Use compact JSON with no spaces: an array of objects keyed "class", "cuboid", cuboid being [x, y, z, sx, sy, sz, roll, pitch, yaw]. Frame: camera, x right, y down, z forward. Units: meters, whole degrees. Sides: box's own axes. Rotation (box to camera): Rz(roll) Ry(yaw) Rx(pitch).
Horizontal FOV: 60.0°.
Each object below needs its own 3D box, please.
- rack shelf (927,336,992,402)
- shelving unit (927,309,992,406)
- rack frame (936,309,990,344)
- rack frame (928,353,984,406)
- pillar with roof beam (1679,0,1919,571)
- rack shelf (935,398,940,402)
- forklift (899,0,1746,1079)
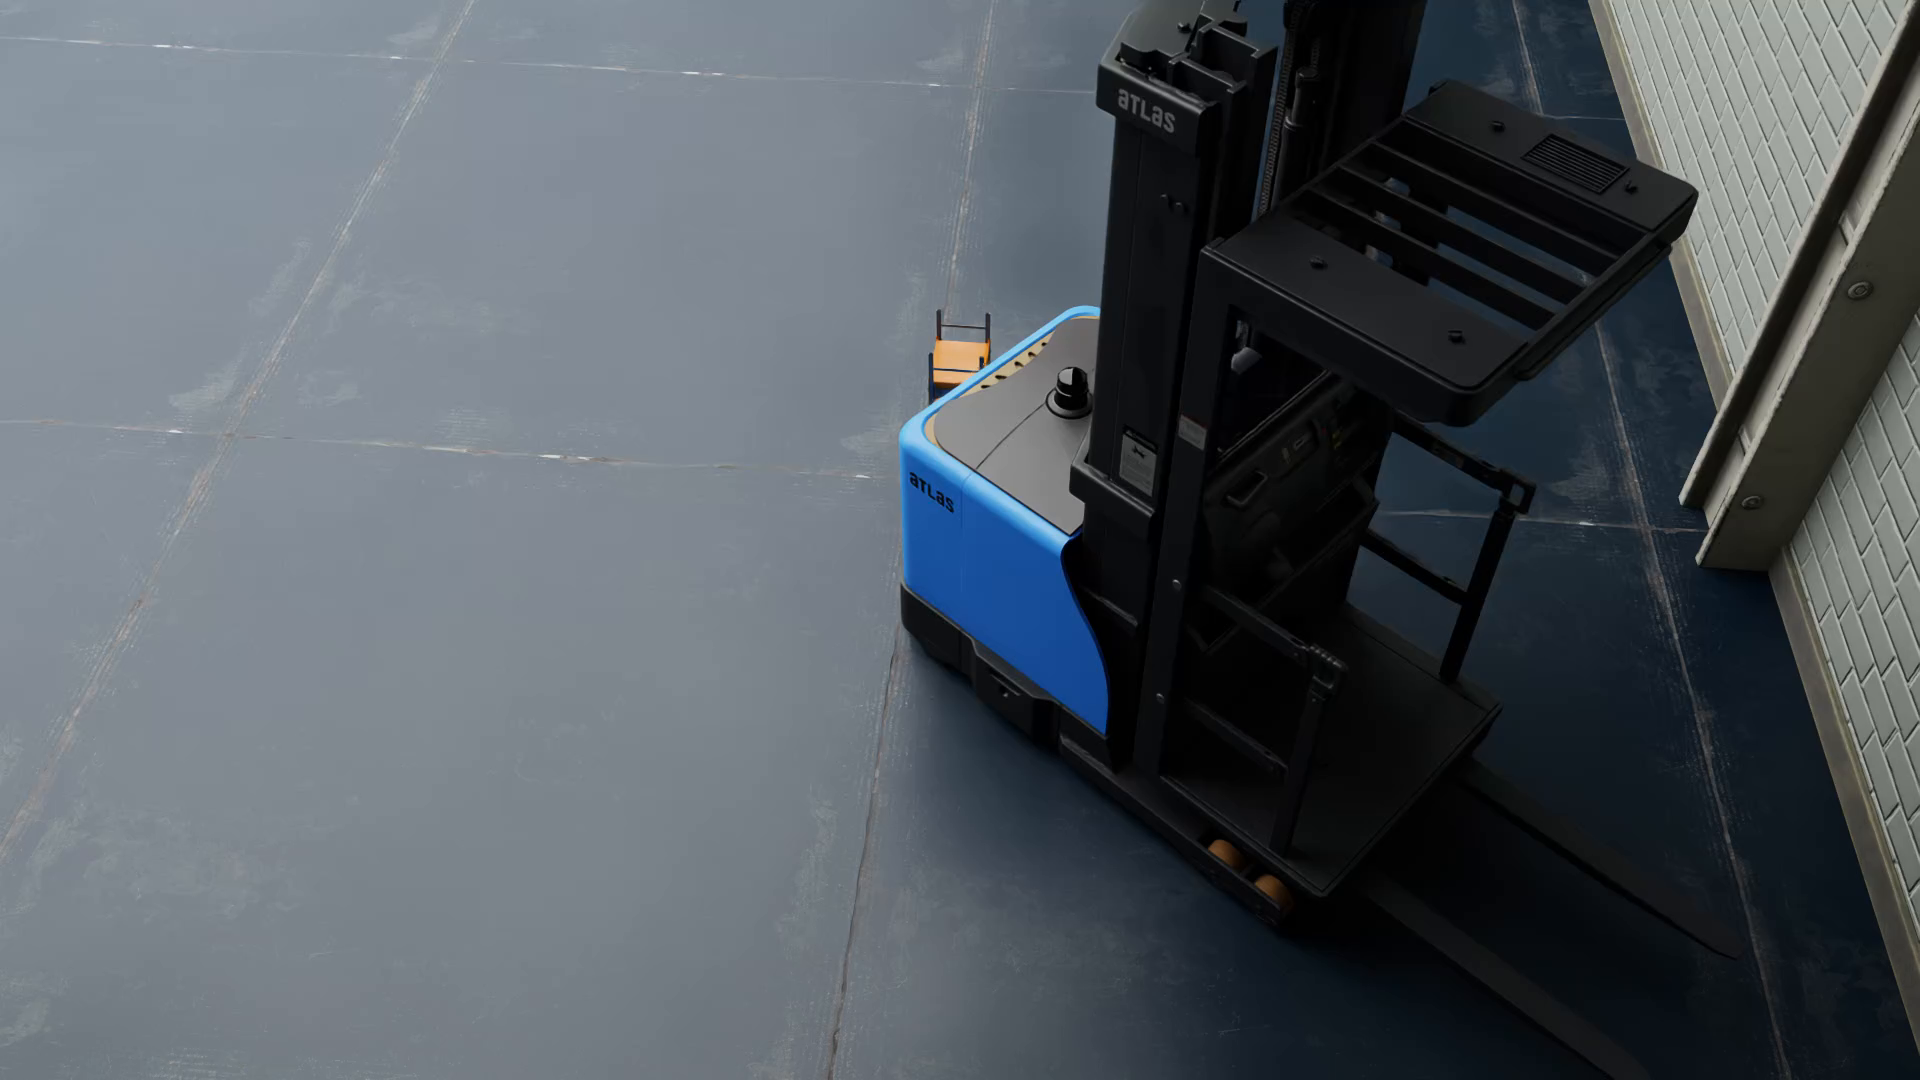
[{"class":"rack shelf","cuboid":[-0.001,-0.582,6.226,0.215,0.259,0.240,4,48,4]},{"class":"shelving unit","cuboid":[-0.001,-0.398,6.428,0.215,1.050,0.252,4,48,4]},{"class":"rack frame","cuboid":[0.012,-0.487,6.510,0.200,1.050,0.008,4,48,4]},{"class":"rack frame","cuboid":[-0.013,-0.308,6.346,0.200,1.050,0.008,4,48,4]},{"class":"pillar with roof beam","cuboid":[-1.151,-3.356,3.747,9.100,9.000,0.400,4,48,4]},{"class":"rack shelf","cuboid":[-0.001,-0.390,6.436,0.215,0.259,0.240,4,48,4]},{"class":"forklift","cuboid":[1.182,-0.143,4.920,3.031,2.935,1.130,36,57,28]}]
